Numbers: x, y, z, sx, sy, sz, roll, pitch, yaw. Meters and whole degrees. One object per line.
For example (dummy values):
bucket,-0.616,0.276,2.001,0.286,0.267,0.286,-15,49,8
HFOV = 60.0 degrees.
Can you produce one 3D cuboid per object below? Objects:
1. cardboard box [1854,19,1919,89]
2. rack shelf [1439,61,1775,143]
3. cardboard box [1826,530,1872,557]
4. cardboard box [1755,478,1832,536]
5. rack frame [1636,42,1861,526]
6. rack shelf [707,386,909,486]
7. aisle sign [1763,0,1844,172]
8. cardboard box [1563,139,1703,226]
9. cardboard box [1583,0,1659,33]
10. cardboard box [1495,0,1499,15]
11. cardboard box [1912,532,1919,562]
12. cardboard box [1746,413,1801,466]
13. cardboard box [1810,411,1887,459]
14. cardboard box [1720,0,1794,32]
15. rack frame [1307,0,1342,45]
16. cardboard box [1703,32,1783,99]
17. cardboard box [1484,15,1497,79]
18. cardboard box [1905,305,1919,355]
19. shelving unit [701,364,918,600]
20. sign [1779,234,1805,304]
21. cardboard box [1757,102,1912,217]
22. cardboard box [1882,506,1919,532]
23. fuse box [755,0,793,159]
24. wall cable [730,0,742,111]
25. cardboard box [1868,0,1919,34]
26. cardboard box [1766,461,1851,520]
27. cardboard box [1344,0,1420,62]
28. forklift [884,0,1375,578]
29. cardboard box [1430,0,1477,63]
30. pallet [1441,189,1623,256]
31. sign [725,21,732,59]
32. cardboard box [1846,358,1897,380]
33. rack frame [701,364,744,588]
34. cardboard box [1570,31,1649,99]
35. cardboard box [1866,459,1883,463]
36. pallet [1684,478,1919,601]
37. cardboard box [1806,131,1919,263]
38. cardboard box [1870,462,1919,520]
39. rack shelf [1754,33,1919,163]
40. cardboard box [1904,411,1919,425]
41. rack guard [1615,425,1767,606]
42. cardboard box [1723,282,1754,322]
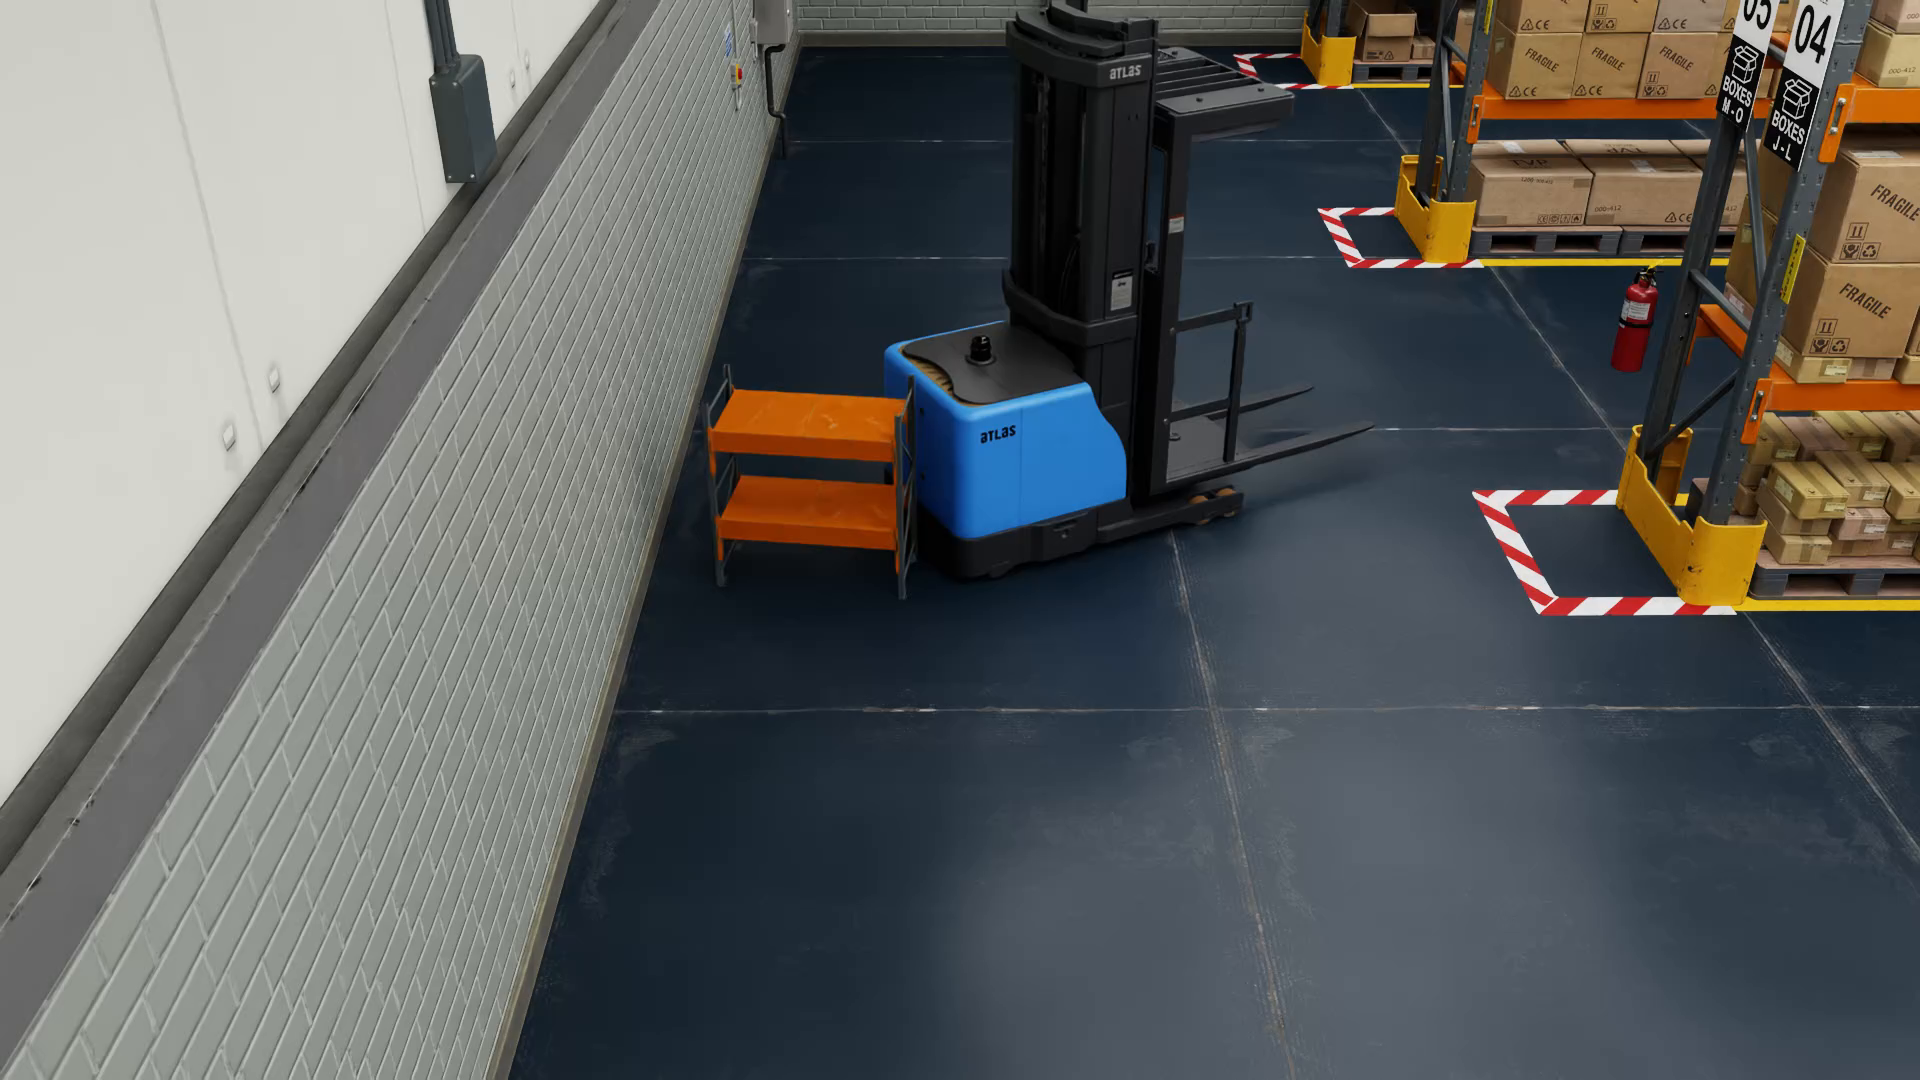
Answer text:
cardboard box,4.491,-2.315,7.817,0.500,0.250,0.500,1,31,1
rack shelf,5.910,-3.494,13.200,4.000,0.370,1.077,0,31,0
cardboard box,4.828,-0.068,9.203,0.250,0.149,0.380,0,31,0
cardboard box,4.566,-0.185,9.109,0.250,0.149,0.380,1,31,2
rack frame,4.041,-1.228,8.772,0.127,3.000,1.000,0,31,0
rack shelf,-0.794,-0.564,8.920,1.000,0.278,0.538,4,31,6
aisle sign,3.969,-2.184,7.841,0.004,0.787,0.394,0,31,0
cardboard box,5.484,-2.941,13.660,0.875,0.438,0.875,1,31,1
cardboard box,4.908,-4.125,12.486,0.500,0.500,0.500,-1,31,-2
cardboard box,4.390,-4.391,12.924,0.500,0.500,0.500,1,31,1
cardboard box,5.332,-0.016,9.118,0.250,0.149,0.380,0,31,0
cardboard box,4.568,-0.577,9.468,0.250,0.149,0.380,0,31,0
cardboard box,5.078,-0.614,9.530,0.250,0.149,0.380,-1,31,-1
cardboard box,5.922,-4.133,12.498,0.500,0.500,0.500,0,31,0
rack frame,3.876,-6.370,17.247,0.127,3.000,1.000,0,31,0
cardboard box,5.907,-3.710,12.765,0.500,0.500,0.500,1,31,1
cardboard box,4.390,-3.977,13.206,0.500,0.500,0.500,0,31,0
cardboard box,5.026,-1.271,8.459,0.500,0.500,0.500,0,31,0
shelving unit,-0.794,-0.314,9.072,1.048,1.125,0.538,4,31,6
sign,4.044,-1.317,8.083,0.005,0.325,0.100,0,31,0
cardboard box,4.497,-1.956,8.625,0.500,0.500,0.500,-1,31,-1
cardboard box,5.084,-0.203,9.139,0.250,0.149,0.380,0,31,0
fuse box,-1.596,-4.305,15.085,0.414,1.711,0.539,0,31,0
wall cable,-1.729,-4.214,12.683,0.123,1.953,0.585,0,31,0
cardboard box,4.491,-2.527,7.683,0.500,0.250,0.500,0,31,0
cardboard box,4.567,-0.269,8.960,0.250,0.149,0.380,-2,31,-3
cardboard box,4.488,-5.435,17.708,0.637,0.503,0.797,-1,31,-2
forklift,1.103,-1.571,9.402,3.031,2.935,1.130,-15,34,-23
cardboard box,5.343,-5.416,17.680,0.500,0.500,0.700,1,31,2
pallet,4.709,-2.647,13.798,1.213,0.211,1.003,0,31,0
sign,-1.790,-3.856,12.843,0.001,0.218,0.327,0,31,0
cardboard box,4.621,-0.974,8.595,0.250,0.149,0.380,1,31,1
rack frame,-1.298,-0.347,9.127,0.032,1.125,0.500,4,31,6
cardboard box,4.897,-3.707,12.761,0.500,0.500,0.500,-1,31,-1
cardboard box,5.086,-0.468,9.576,0.250,0.149,0.380,-1,31,-2
pallet,4.929,-0.021,9.470,1.213,0.211,1.003,0,31,0
cardboard box,4.491,-1.689,8.185,0.500,0.500,0.500,0,31,-1
cardboard box,5.094,-0.266,8.956,0.250,0.149,0.380,0,31,0
rack shelf,6.041,-2.209,8.191,4.000,0.370,1.077,0,31,0
cardboard box,5.606,-0.612,9.526,0.250,0.149,0.380,1,31,2
rack guard,4.117,-0.160,9.421,0.348,0.500,1.175,0,31,0
cardboard box,4.365,-1.269,9.080,0.250,0.149,0.380,0,31,0
